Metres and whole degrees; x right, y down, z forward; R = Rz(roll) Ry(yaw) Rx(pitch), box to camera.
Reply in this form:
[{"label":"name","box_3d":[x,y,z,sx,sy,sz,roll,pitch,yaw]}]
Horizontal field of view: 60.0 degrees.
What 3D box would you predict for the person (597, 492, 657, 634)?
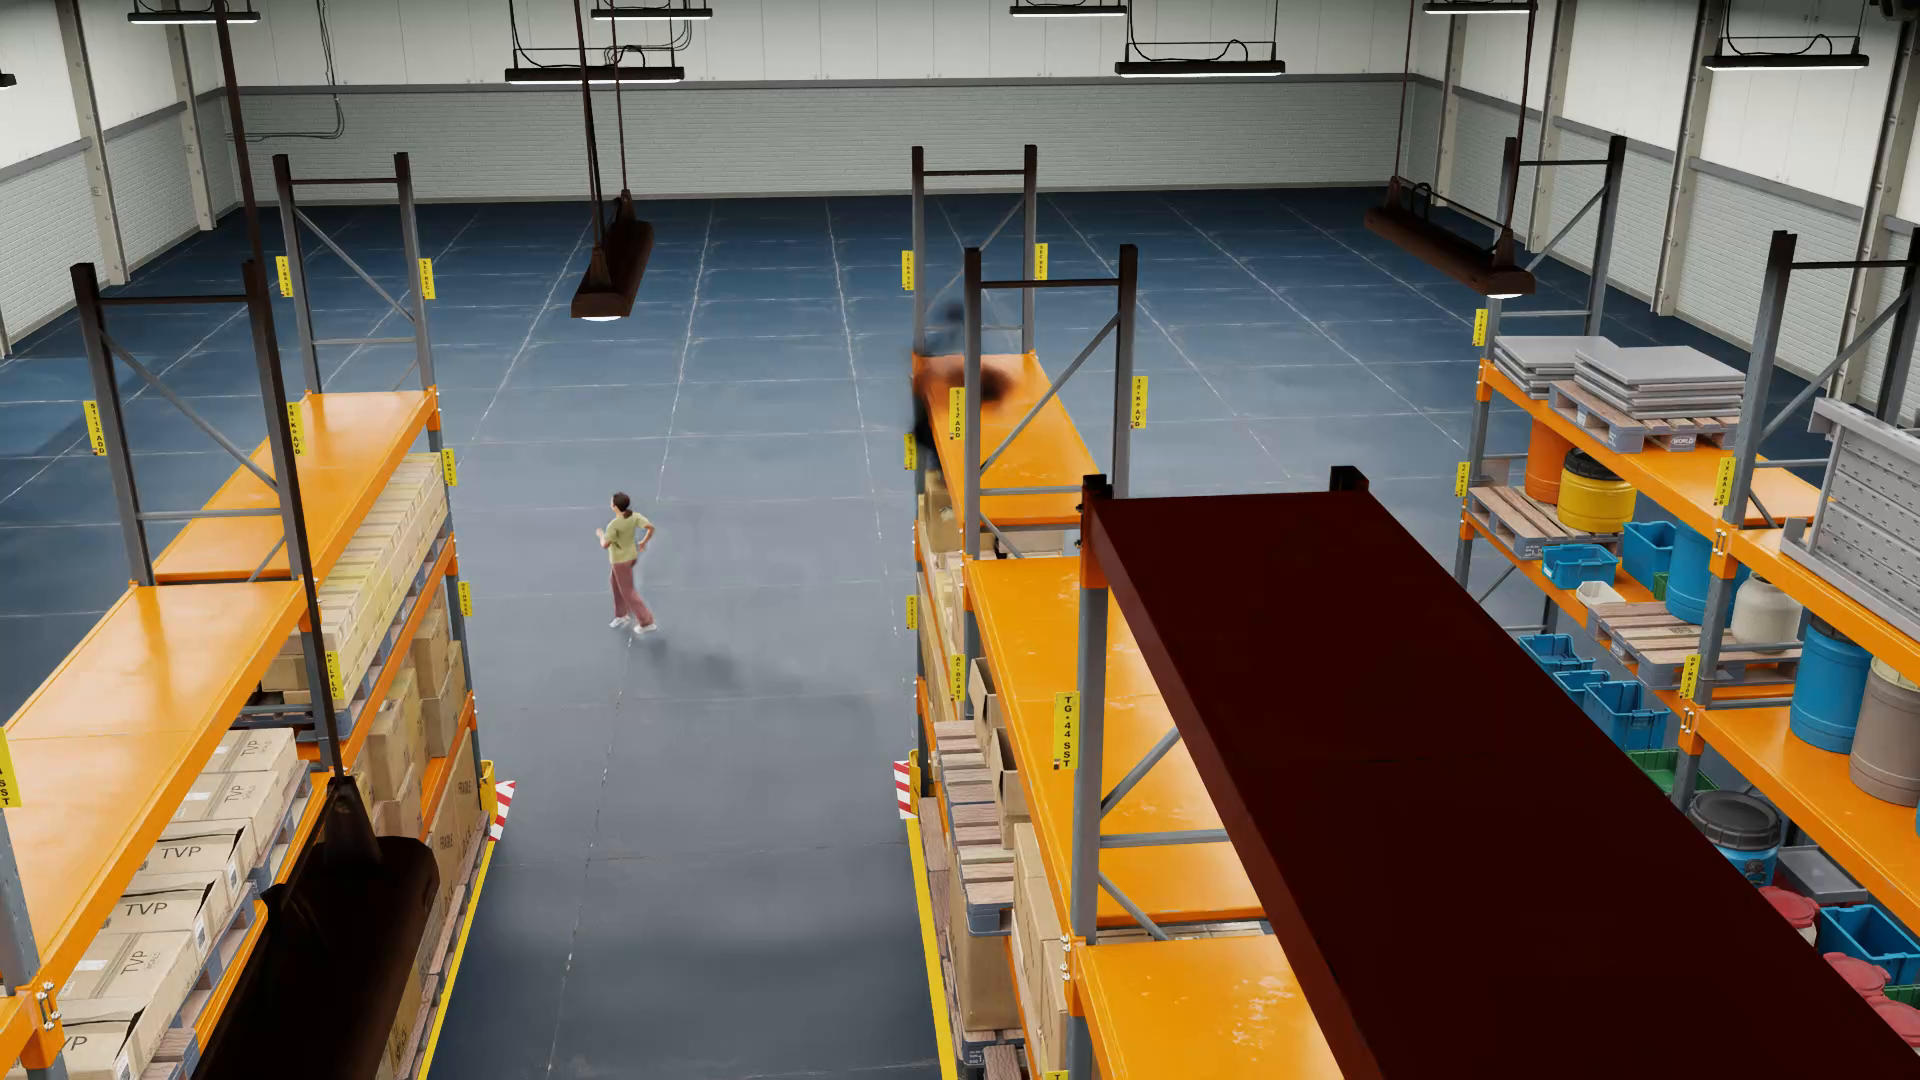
[{"label":"person","box_3d":[-3.735,0.279,18.658,0.756,1.726,0.549,10,24,23]}]
